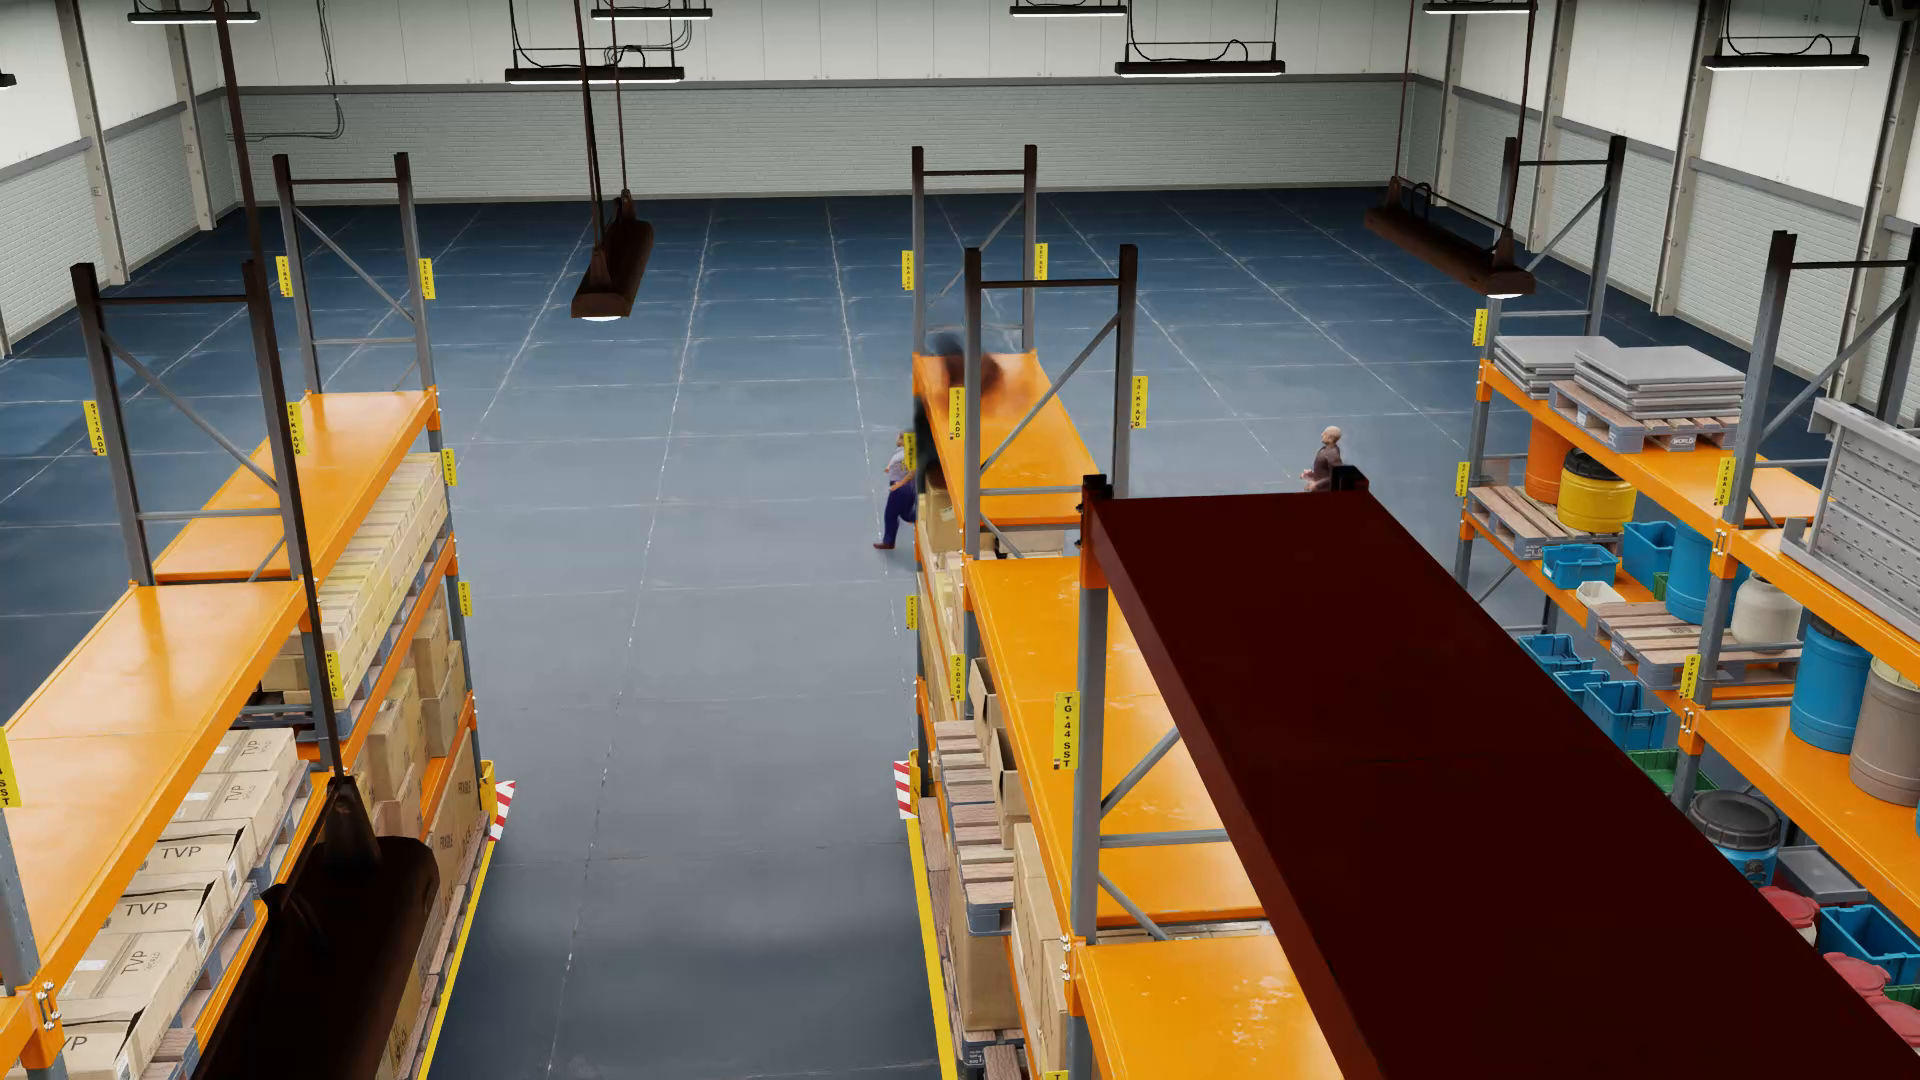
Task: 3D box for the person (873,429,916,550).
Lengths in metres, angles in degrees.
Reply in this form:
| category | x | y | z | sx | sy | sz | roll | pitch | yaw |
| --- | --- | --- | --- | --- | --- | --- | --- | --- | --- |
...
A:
| category | x | y | z | sx | sy | sz | roll | pitch | yaw |
| --- | --- | --- | --- | --- | --- | --- | --- | --- | --- |
| person | -0.692 | -0.621 | 21.002 | 0.886 | 1.610 | 0.609 | 6 | 22 | 14 |

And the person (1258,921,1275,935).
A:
| category | x | y | z | sx | sy | sz | roll | pitch | yaw |
| --- | --- | --- | --- | --- | --- | --- | --- | --- | --- |
| person | 2.251 | 2.832 | 12.237 | 0.614 | 1.651 | 0.547 | -4 | 22 | -11 |

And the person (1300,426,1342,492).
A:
| category | x | y | z | sx | sy | sz | roll | pitch | yaw |
| --- | --- | --- | --- | --- | --- | --- | --- | --- | --- |
| person | 4.575 | -0.601 | 20.809 | 0.668 | 1.724 | 0.707 | 5 | 22 | 13 |
